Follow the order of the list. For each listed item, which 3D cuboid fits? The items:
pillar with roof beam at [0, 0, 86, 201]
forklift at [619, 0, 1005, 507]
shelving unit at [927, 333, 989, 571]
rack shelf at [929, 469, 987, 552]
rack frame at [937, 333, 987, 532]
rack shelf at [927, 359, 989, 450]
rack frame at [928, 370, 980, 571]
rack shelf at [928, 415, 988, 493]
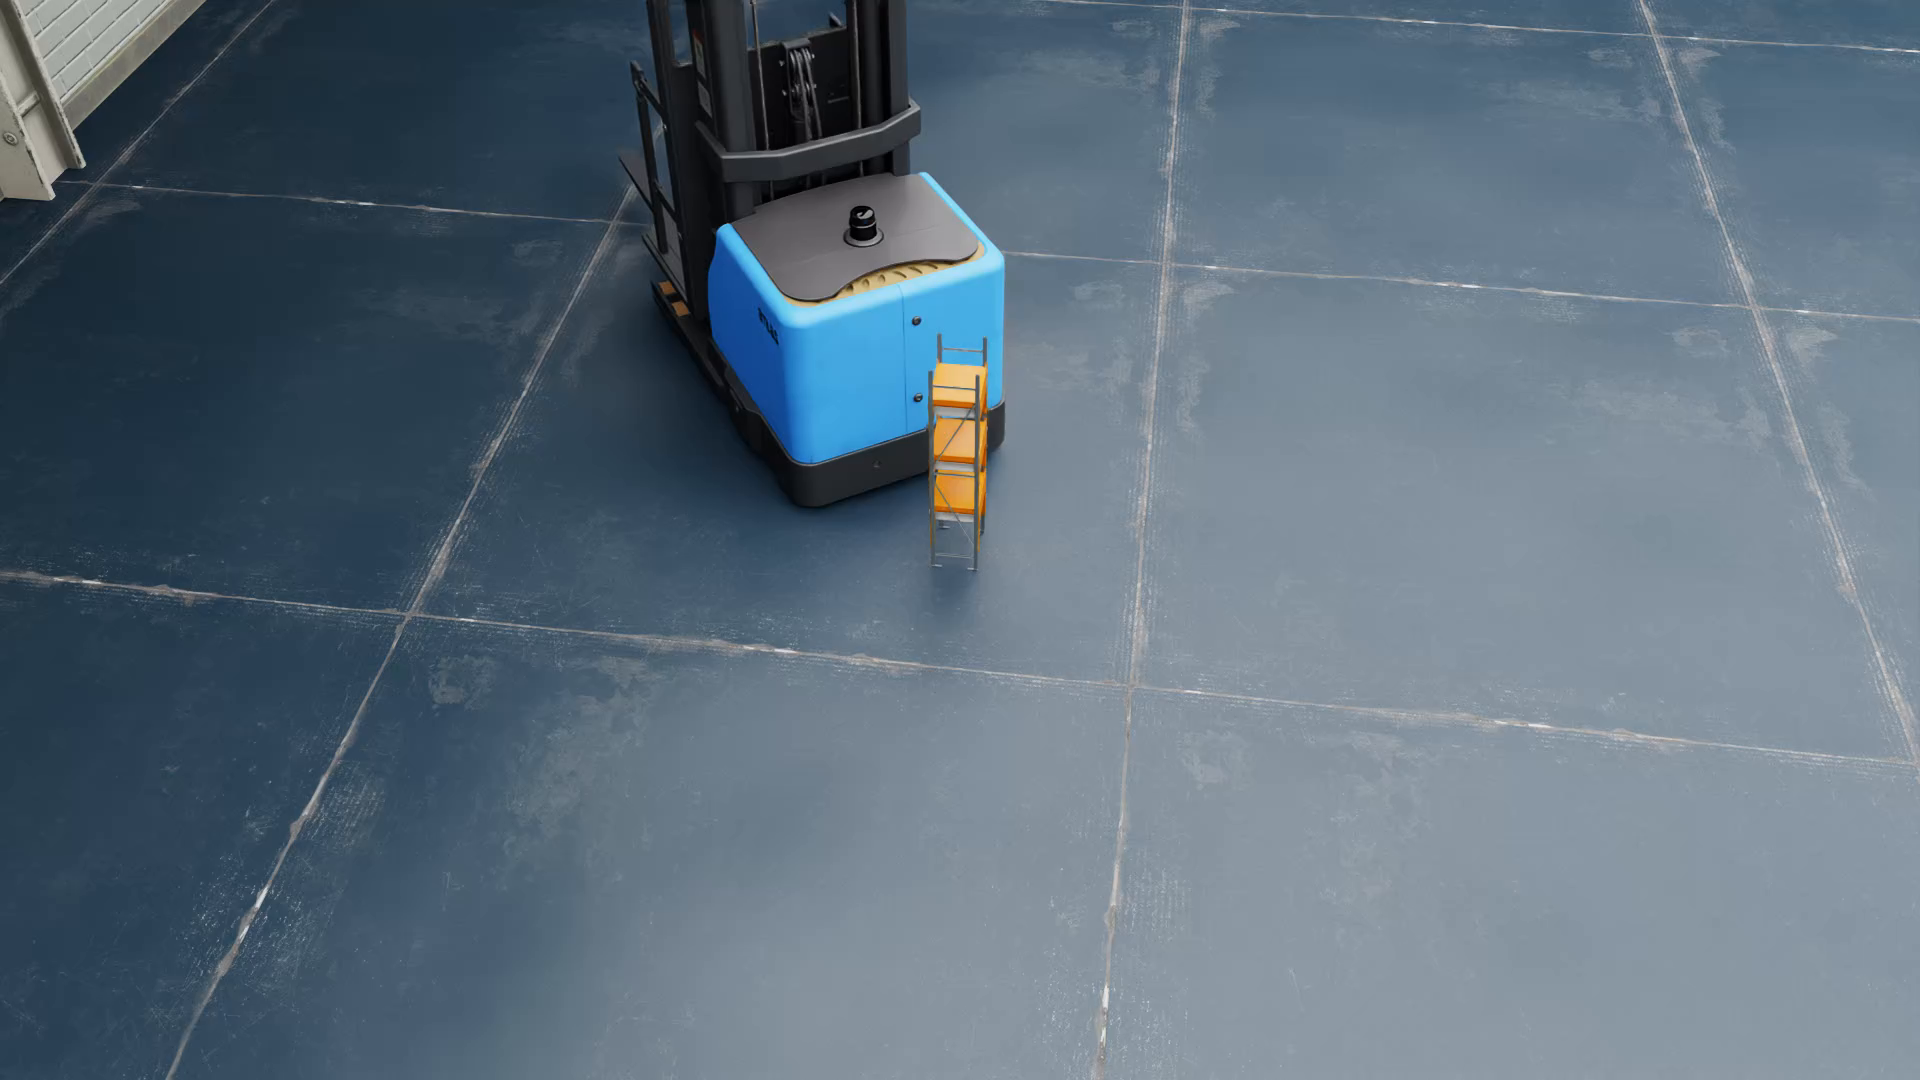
[{"bbox_3d":[-0.914,-4.912,5.892,9.100,9.000,0.400,5,44,6],"label":"pillar with roof beam"},{"bbox_3d":[-0.907,-2.223,7.466,1.130,2.935,3.031,-19,47,-19],"label":"forklift"},{"bbox_3d":[-0.007,-0.345,6.851,0.215,1.050,0.252,5,44,6],"label":"shelving unit"},{"bbox_3d":[-0.007,-0.135,7.049,0.215,0.259,0.240,5,44,6],"label":"rack shelf"},{"bbox_3d":[0.009,-0.428,6.938,0.200,1.050,0.008,5,44,6],"label":"rack frame"},{"bbox_3d":[-0.007,-0.543,6.663,0.215,0.259,0.240,5,44,6],"label":"rack shelf"},{"bbox_3d":[-0.023,-0.262,6.763,0.200,1.050,0.008,5,44,6],"label":"rack frame"},{"bbox_3d":[-0.007,-0.337,6.858,0.215,0.259,0.240,5,44,6],"label":"rack shelf"}]
